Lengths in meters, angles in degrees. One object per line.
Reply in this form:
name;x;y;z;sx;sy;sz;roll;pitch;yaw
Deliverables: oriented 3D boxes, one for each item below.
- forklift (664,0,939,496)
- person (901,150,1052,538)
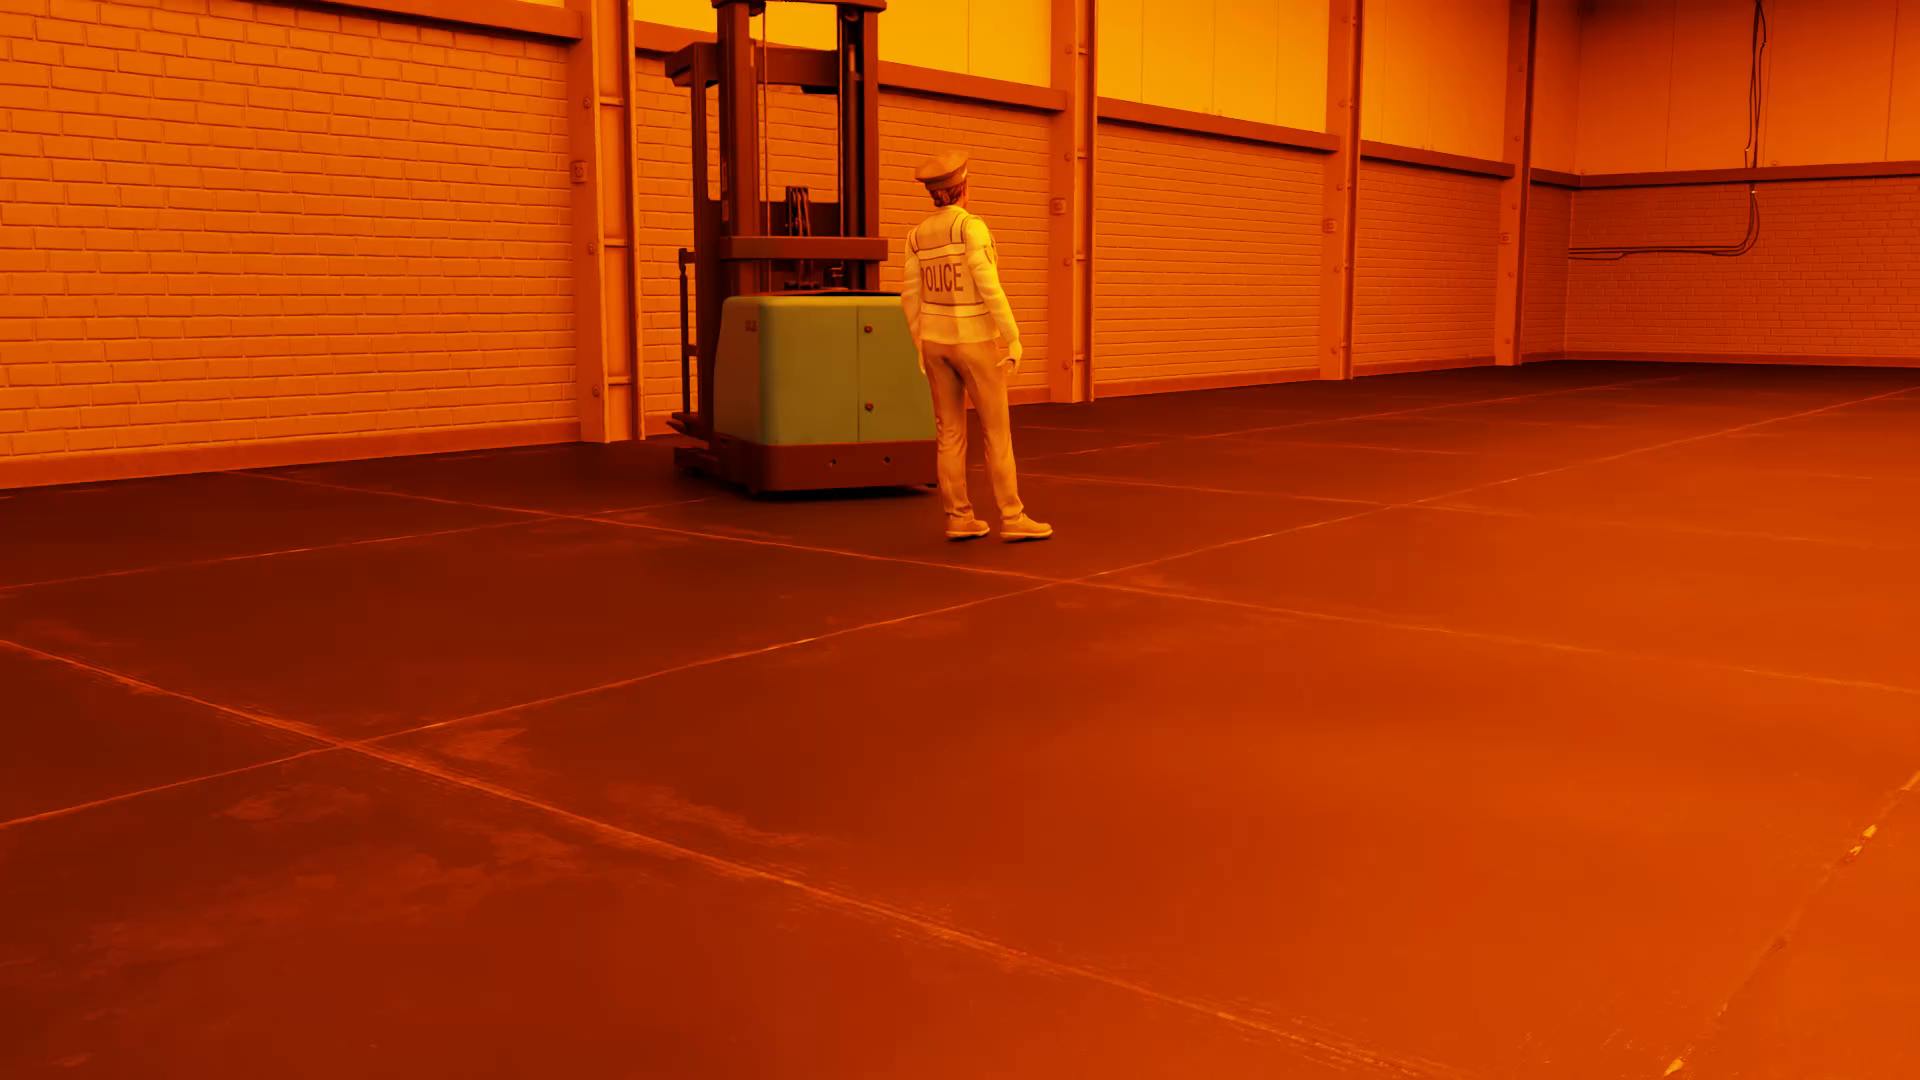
forklift;-1.117;-1.859;9.989;1.130;2.935;3.031;-3;9;-23
person;0.052;-0.852;7.327;0.578;1.694;0.532;7;11;38
